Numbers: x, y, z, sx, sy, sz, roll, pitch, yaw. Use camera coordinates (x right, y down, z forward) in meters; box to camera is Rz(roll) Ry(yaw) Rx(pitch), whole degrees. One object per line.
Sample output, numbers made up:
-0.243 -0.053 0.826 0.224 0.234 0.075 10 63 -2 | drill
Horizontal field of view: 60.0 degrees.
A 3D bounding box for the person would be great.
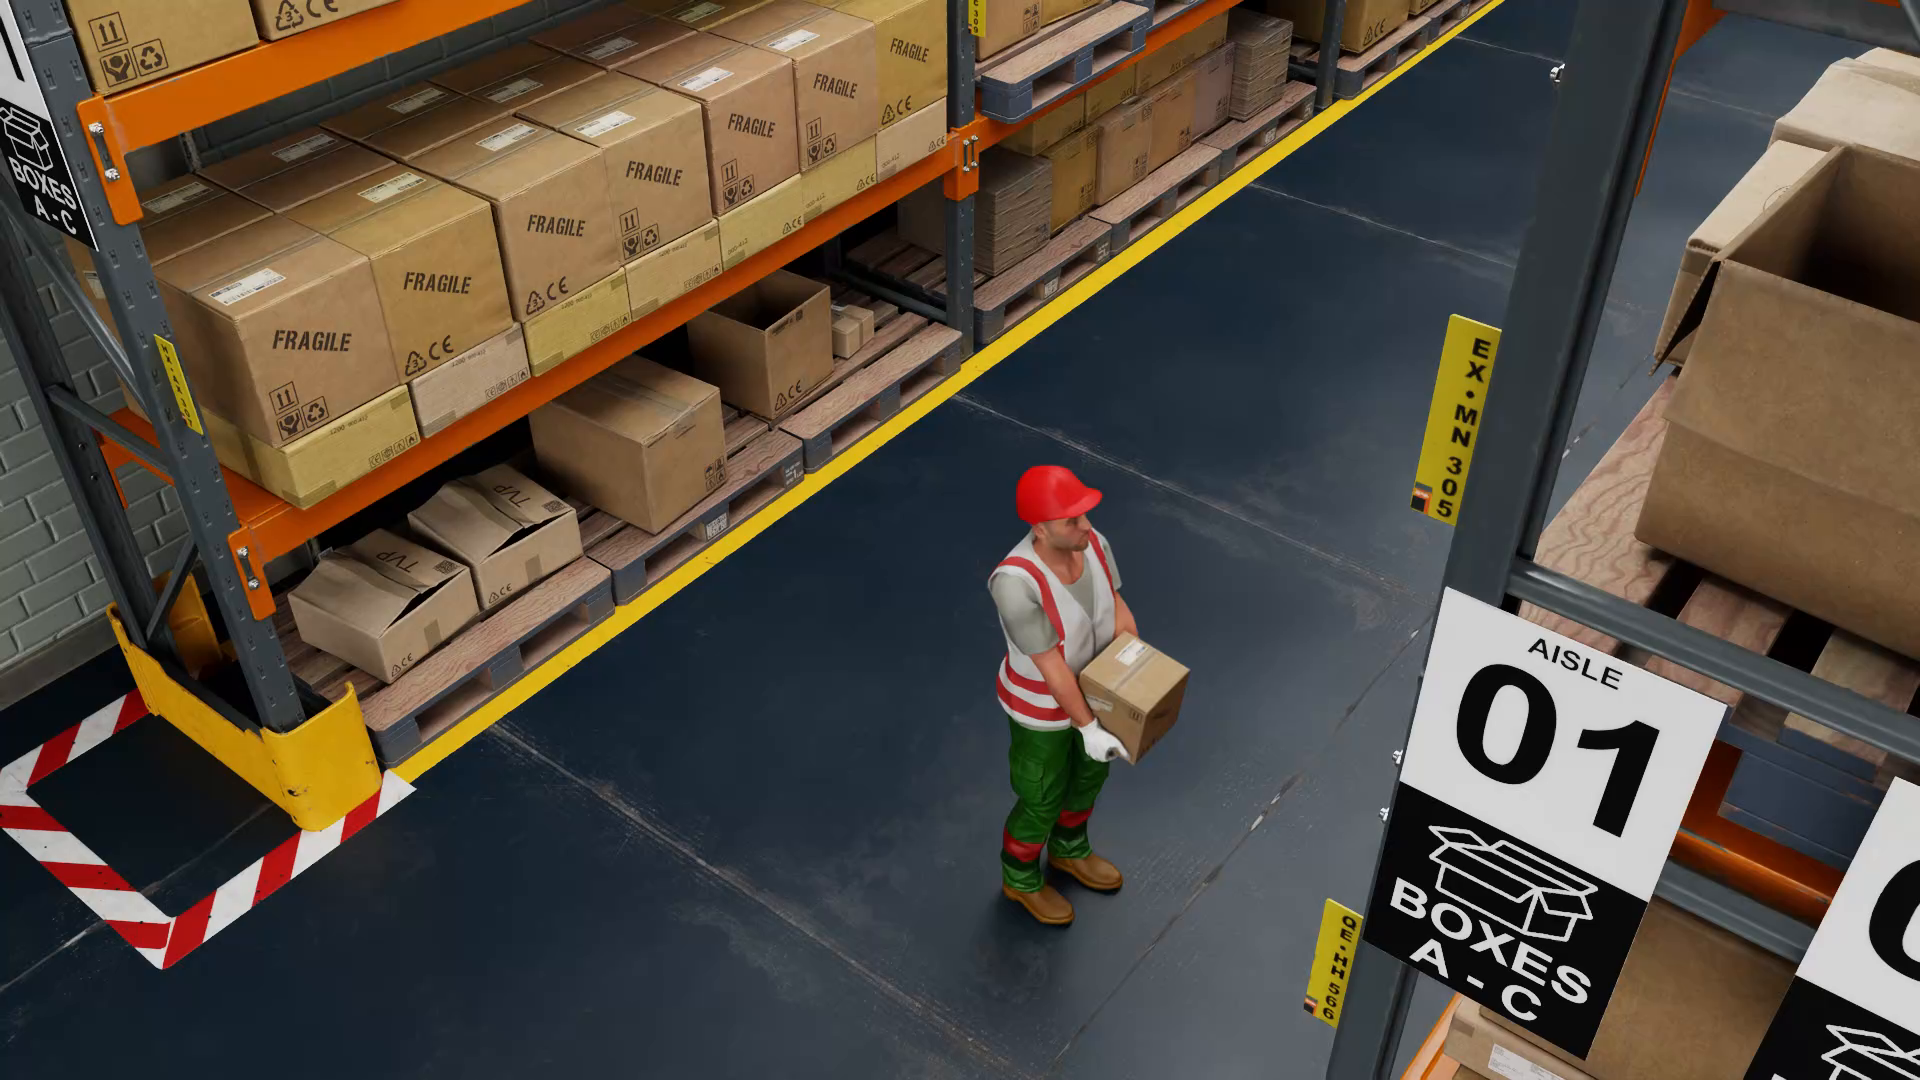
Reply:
0.403 0.552 5.446 0.560 1.782 0.493 26 45 29 | person
